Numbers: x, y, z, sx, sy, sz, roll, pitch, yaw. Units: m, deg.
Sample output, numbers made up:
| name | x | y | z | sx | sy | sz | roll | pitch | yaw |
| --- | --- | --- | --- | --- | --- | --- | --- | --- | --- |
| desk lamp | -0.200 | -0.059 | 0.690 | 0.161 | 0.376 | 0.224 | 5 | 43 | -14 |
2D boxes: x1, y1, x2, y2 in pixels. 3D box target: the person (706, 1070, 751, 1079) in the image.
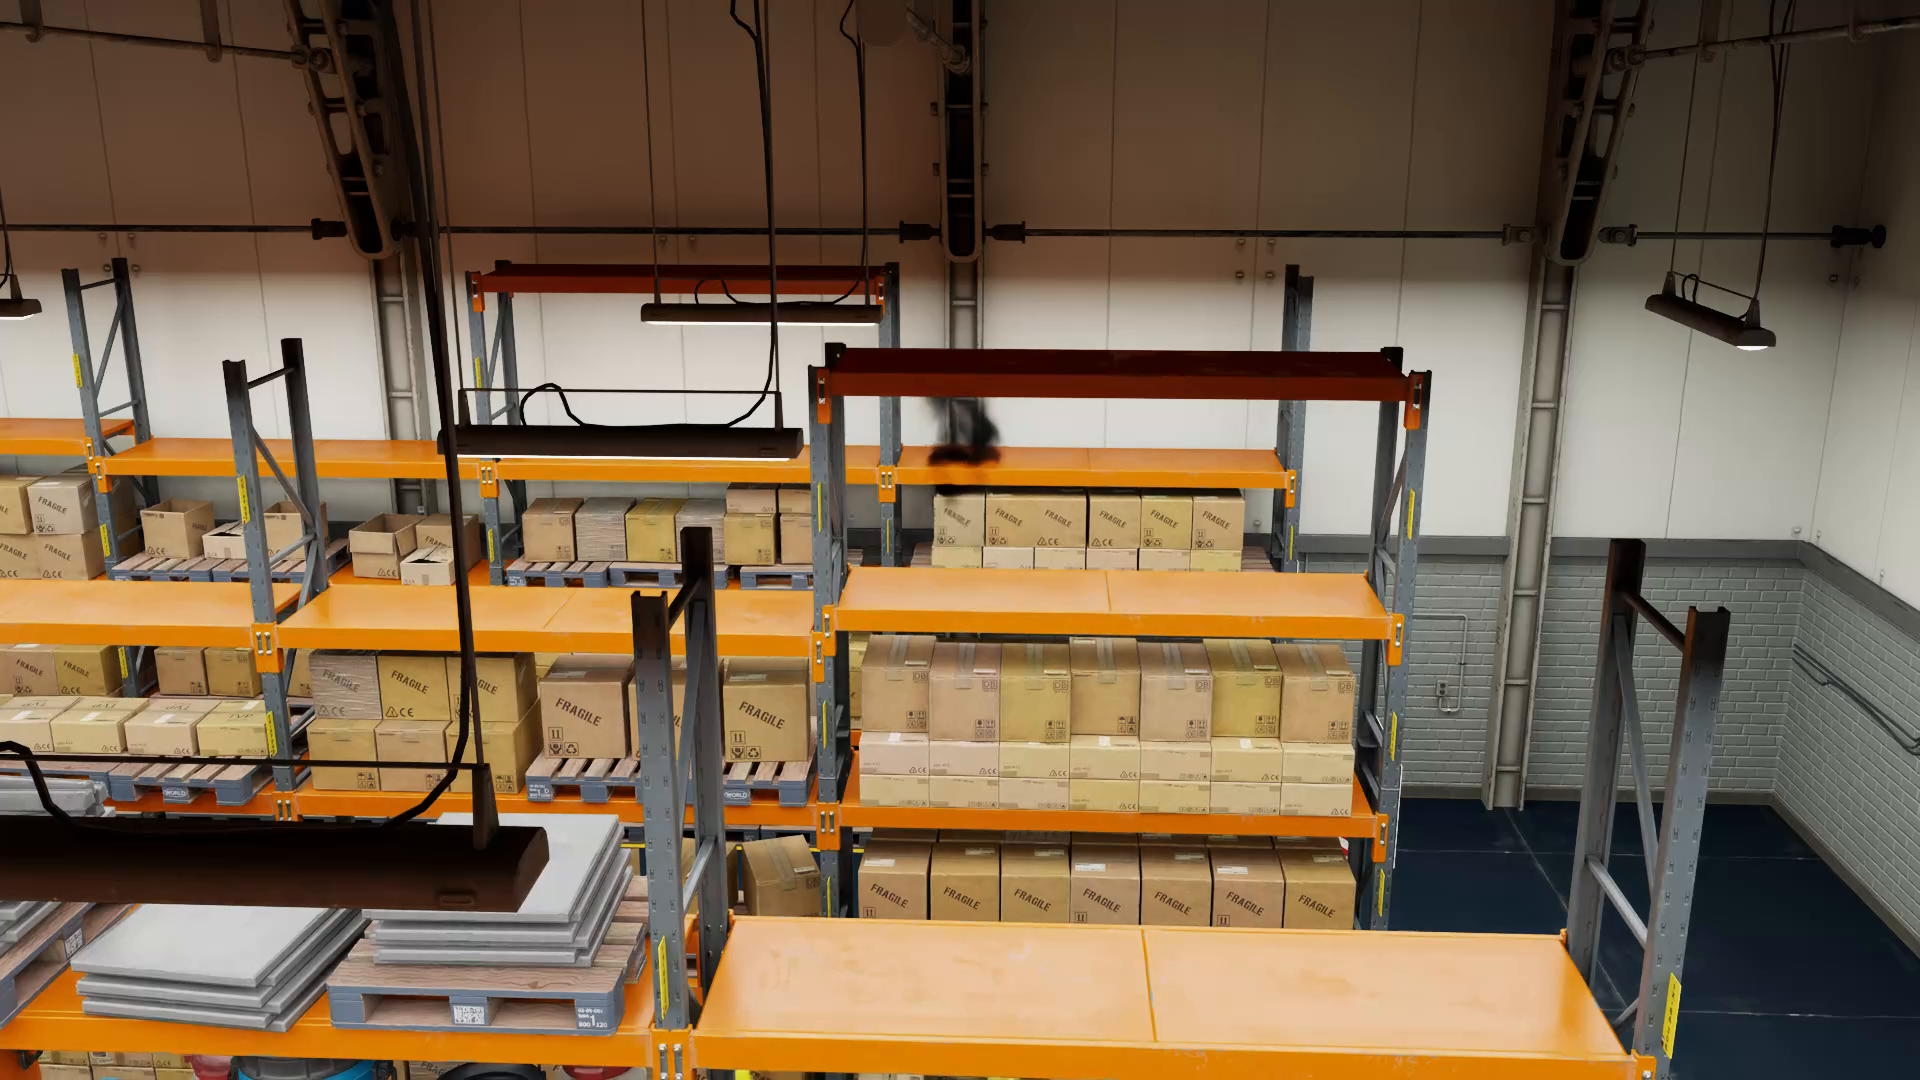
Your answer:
| name | x | y | z | sx | sy | sz | roll | pitch | yaw |
| --- | --- | --- | --- | --- | --- | --- | --- | --- | --- |
| person | -1.493 | 4.201 | 10.865 | 0.991 | 1.742 | 0.710 | -2 | 16 | -6 |
